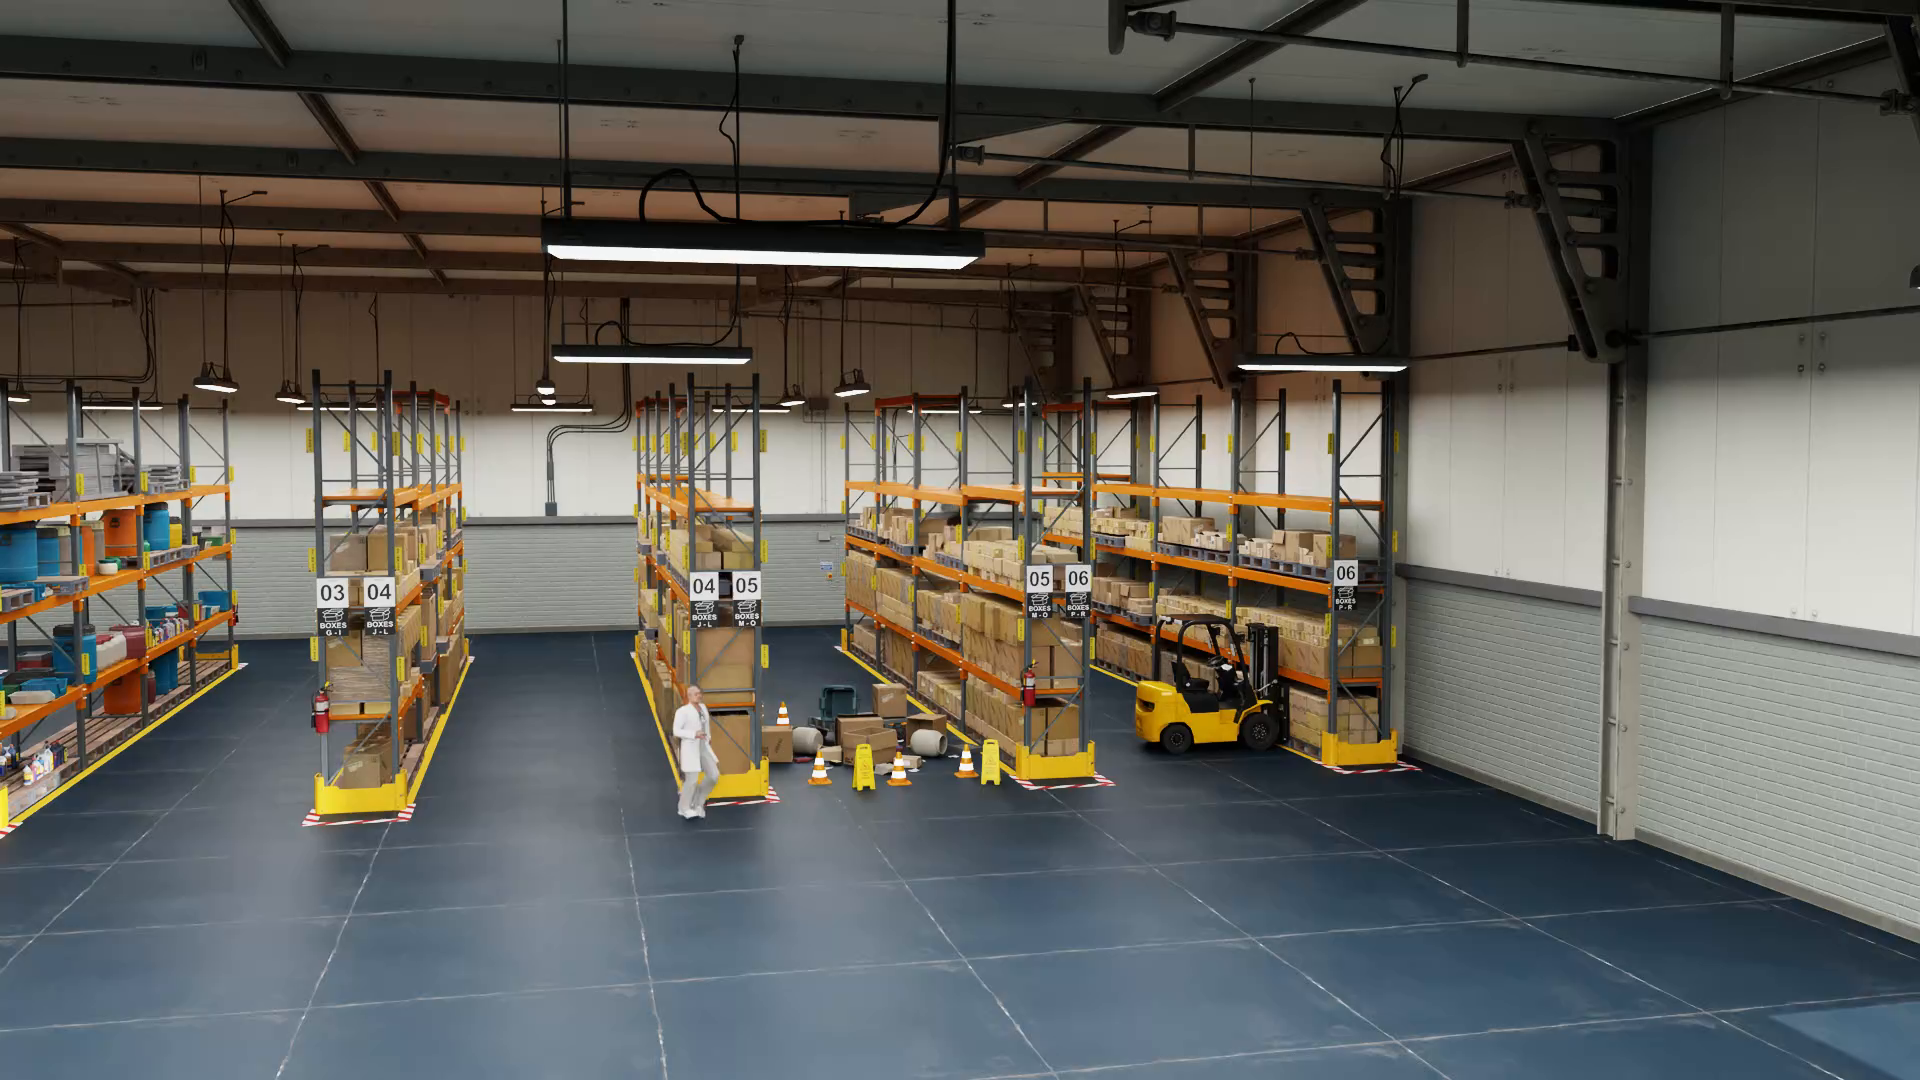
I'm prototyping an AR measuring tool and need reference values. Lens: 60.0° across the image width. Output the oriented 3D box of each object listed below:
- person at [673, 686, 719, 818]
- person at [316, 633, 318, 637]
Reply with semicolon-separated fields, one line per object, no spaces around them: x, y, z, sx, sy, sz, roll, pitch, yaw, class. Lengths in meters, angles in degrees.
-3.490;2.849;22.156;0.663;1.803;0.715;3;4;39;person
-12.527;2.305;33.015;0.583;1.615;0.558;-1;3;-12;person
